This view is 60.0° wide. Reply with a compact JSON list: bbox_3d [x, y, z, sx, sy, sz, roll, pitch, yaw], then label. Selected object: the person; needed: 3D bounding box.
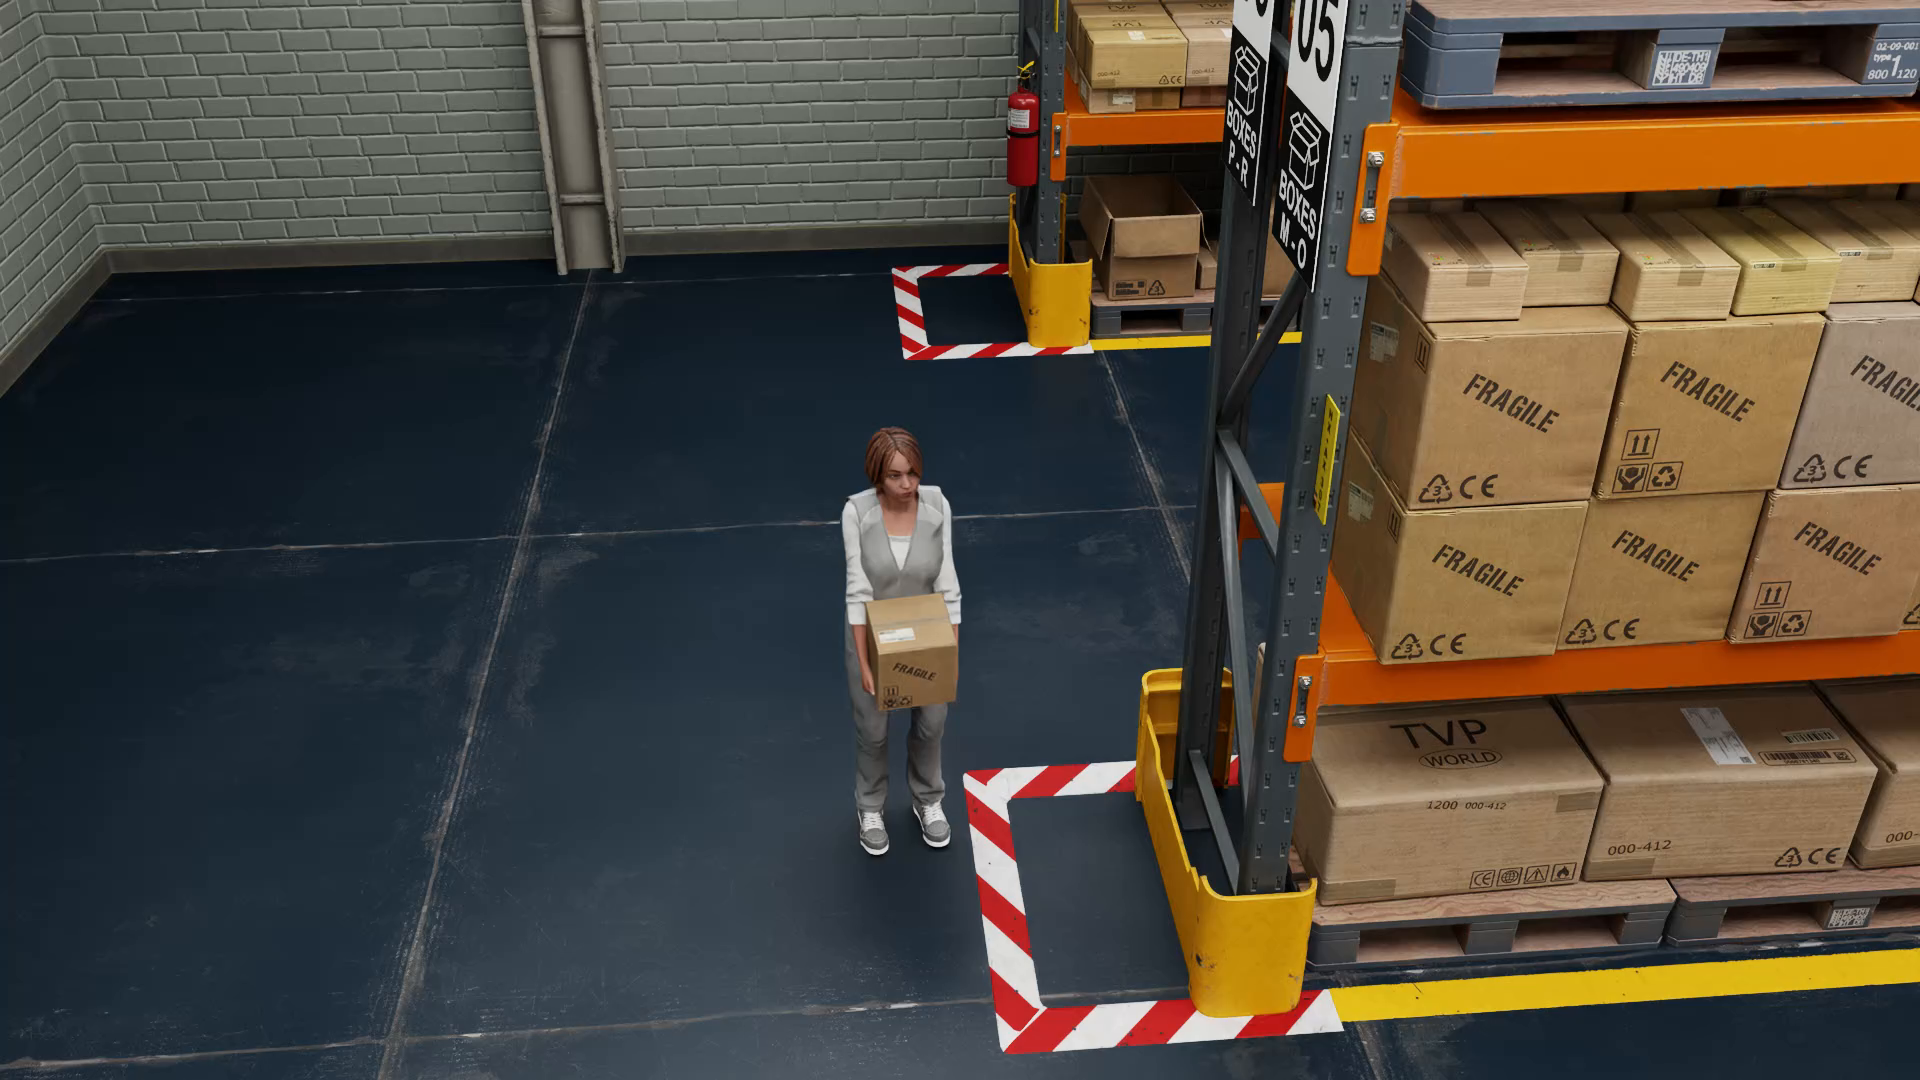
[{"bbox_3d":[-0.188,0.392,5.509,0.375,1.599,0.500,-6,32,-10],"label":"person"}]
